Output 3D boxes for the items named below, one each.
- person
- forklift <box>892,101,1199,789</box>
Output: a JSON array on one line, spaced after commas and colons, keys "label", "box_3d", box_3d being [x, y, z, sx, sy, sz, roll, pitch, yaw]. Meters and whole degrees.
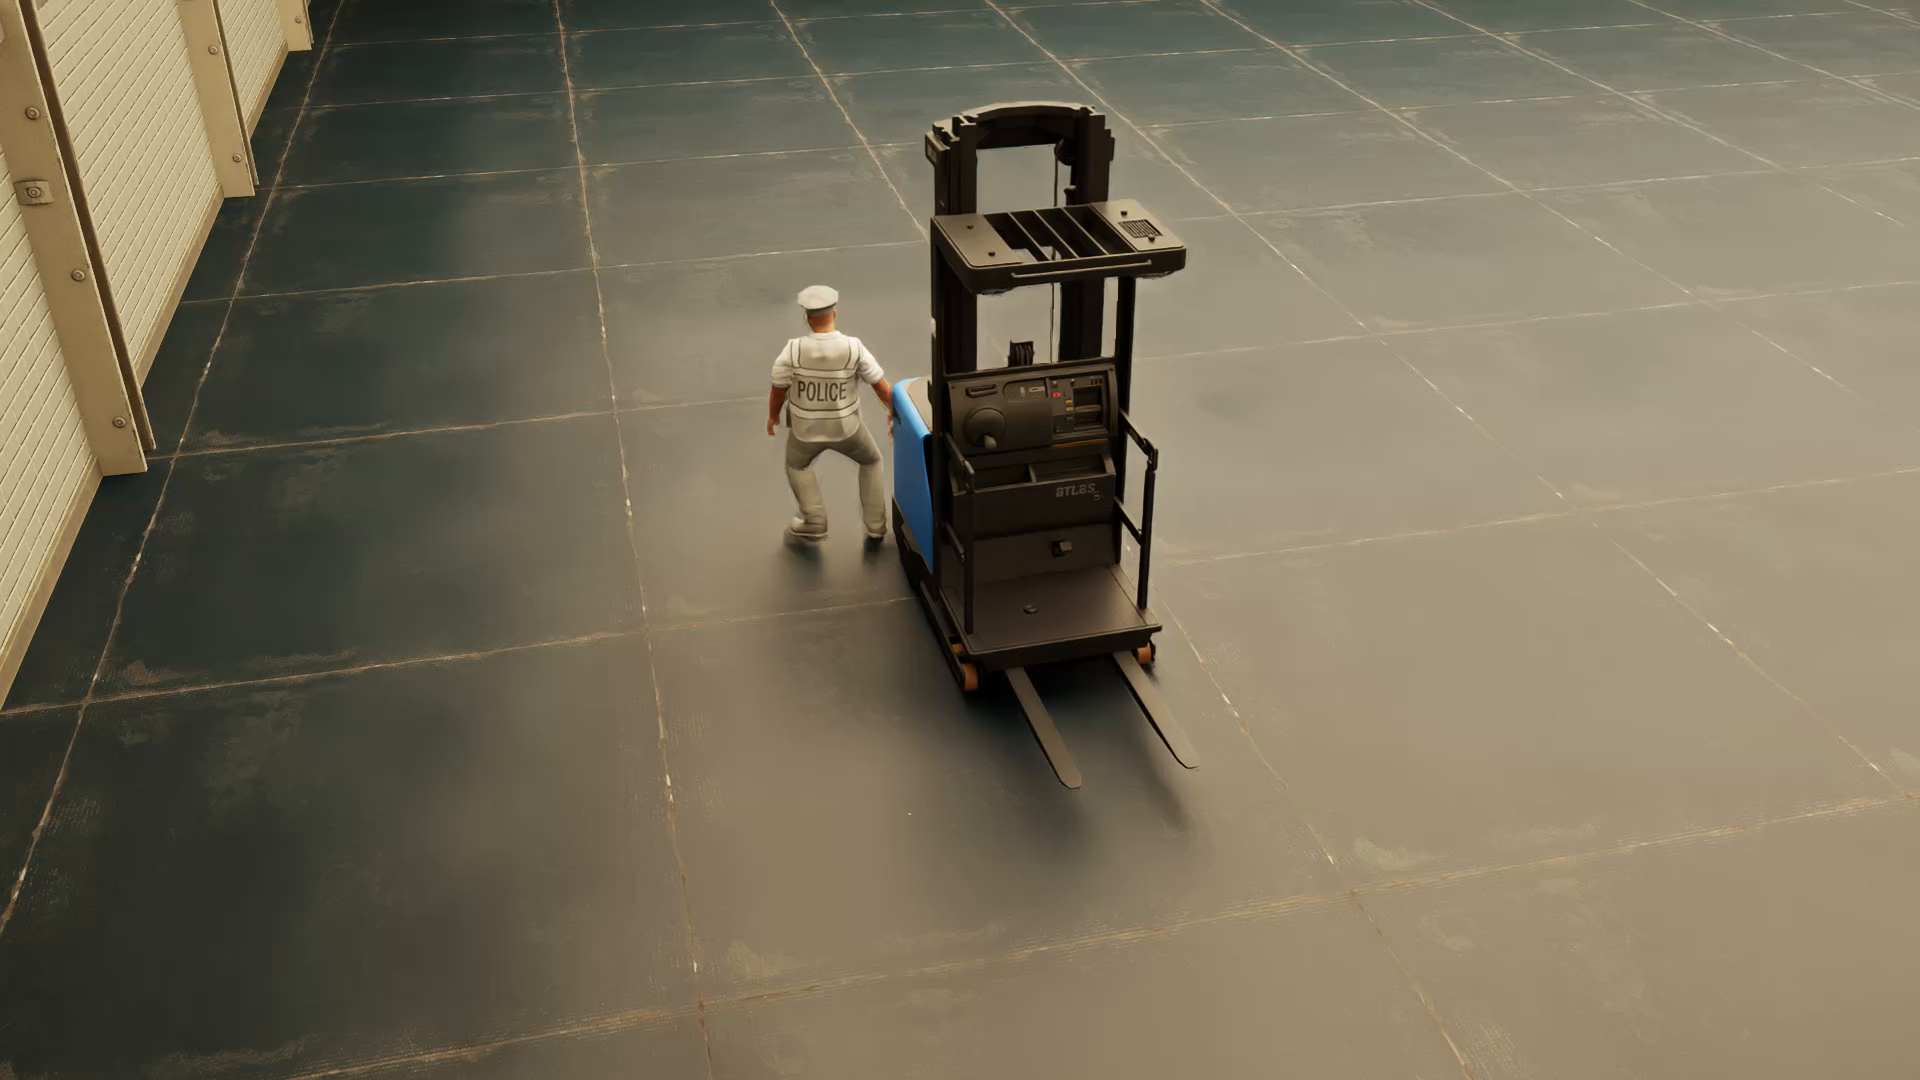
[{"label": "person", "box_3d": [-0.773, -0.725, 10.147, 0.823, 1.723, 0.454, -1, 30, -2]}, {"label": "forklift", "box_3d": [0.453, -0.656, 8.708, 1.130, 2.935, 3.031, -8, 31, -13]}]
